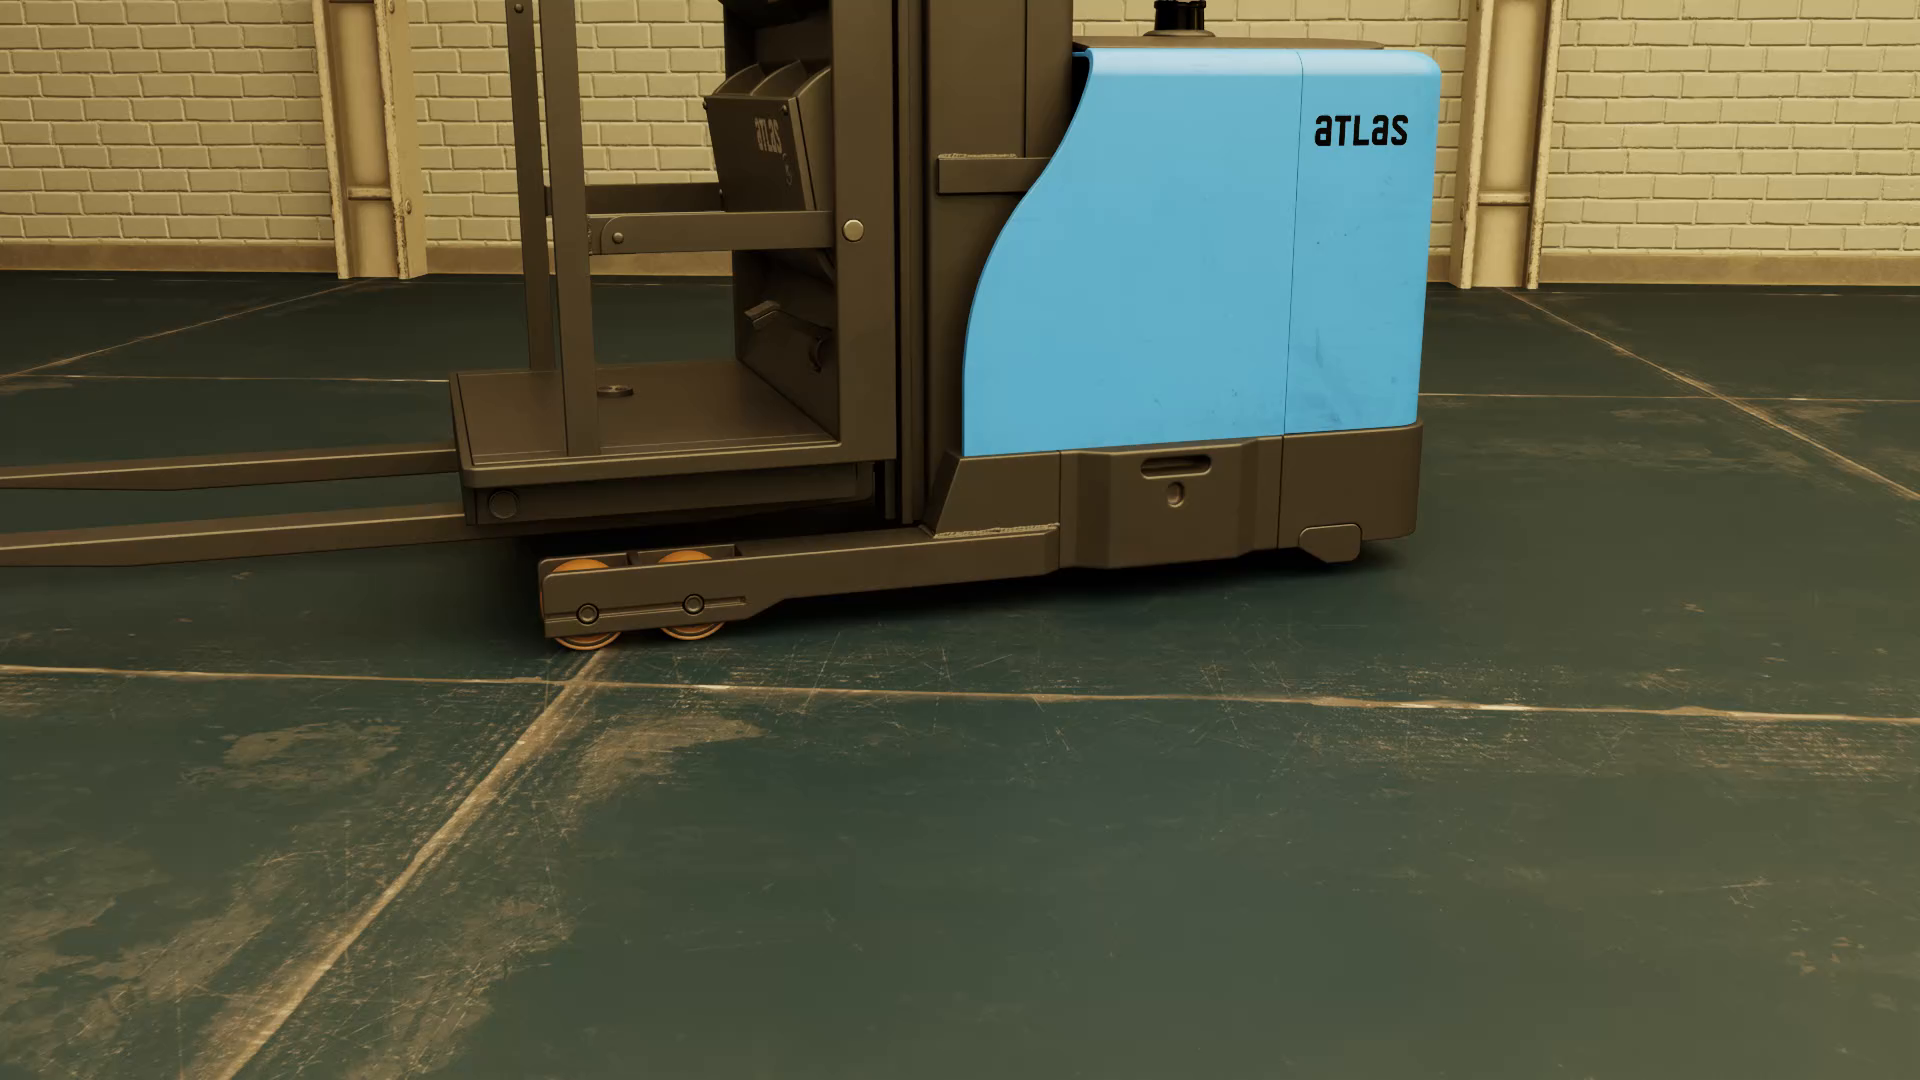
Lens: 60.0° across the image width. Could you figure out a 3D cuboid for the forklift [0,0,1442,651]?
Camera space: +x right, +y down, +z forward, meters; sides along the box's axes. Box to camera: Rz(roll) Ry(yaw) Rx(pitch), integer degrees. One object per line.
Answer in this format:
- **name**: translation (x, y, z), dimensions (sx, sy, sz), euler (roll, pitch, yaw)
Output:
- **forklift**: translation (-0.580, -1.366, 3.251), dimensions (3.031, 2.935, 1.130), euler (-5, 16, -17)
